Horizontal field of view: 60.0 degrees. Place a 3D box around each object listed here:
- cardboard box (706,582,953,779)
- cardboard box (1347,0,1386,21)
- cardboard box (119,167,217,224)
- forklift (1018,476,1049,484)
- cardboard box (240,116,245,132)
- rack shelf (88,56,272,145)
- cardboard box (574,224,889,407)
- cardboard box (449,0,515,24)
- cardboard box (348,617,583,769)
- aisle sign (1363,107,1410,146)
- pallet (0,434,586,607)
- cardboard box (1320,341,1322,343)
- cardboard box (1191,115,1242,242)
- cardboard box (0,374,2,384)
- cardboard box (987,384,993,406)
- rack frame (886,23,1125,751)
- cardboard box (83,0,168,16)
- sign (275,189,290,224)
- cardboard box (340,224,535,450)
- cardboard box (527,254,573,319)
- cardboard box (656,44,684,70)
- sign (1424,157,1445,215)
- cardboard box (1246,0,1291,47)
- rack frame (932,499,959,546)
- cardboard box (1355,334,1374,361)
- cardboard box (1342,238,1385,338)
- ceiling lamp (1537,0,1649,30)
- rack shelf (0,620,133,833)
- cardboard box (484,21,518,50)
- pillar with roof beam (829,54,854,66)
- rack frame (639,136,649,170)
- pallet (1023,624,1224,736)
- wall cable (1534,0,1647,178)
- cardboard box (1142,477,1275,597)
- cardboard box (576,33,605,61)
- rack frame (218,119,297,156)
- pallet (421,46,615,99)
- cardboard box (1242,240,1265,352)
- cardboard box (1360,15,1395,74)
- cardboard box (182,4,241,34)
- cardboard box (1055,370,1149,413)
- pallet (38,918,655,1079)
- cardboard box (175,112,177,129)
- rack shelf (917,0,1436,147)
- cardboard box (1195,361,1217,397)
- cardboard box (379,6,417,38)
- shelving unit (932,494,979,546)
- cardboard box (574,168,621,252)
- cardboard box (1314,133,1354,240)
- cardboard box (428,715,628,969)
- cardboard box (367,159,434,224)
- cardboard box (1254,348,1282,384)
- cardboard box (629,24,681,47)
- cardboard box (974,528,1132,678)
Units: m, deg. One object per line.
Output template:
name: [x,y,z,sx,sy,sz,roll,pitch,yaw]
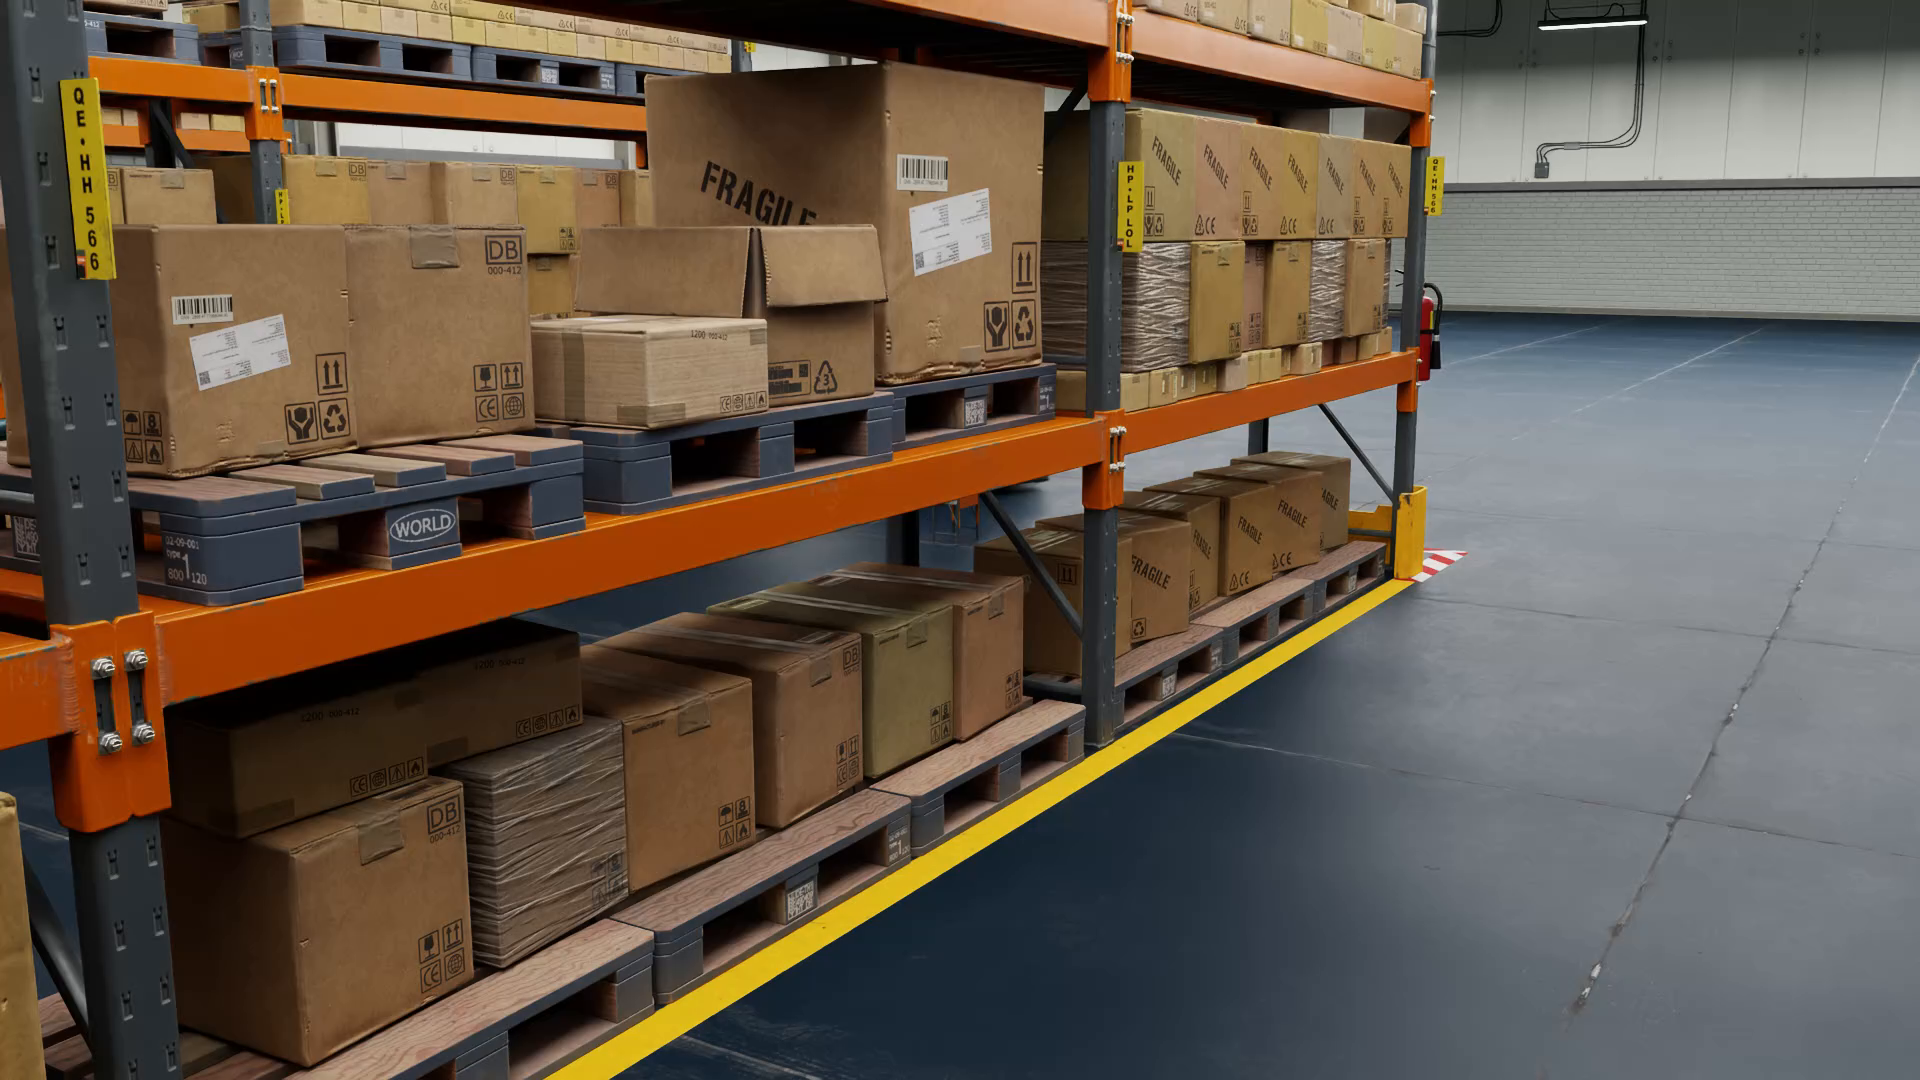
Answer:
cardboard box: [-0.449,0.470,5.804,0.700,0.500,0.500,6,12,30]
cardboard box: [1.957,-2.737,8.512,0.380,0.149,0.250,6,12,31]
cardboard box: [-4.287,-1.662,8.605,0.700,0.500,0.500,6,12,30]
forklift: [-0.539,-2.015,13.666,1.130,2.935,3.031,-7,13,-33]
cardboard box: [-6.187,-3.554,14.233,0.380,0.149,0.250,6,12,31]
rack shelf: [-5.073,-2.006,7.237,1.077,0.370,4.000,6,12,31]
cardboard box: [-0.669,-0.686,4.959,0.797,0.503,0.637,8,13,36]
cardboard box: [-3.019,-3.211,9.906,0.500,0.250,0.500,6,12,30]
cardboard box: [-1.336,0.370,4.300,0.500,0.250,0.500,8,13,37]
aisle sign: [2.517,-2.598,9.531,0.394,0.787,0.004,6,12,31]
pallet: [-1.646,-0.109,3.821,1.213,0.211,1.003,6,12,31]
cardboard box: [1.622,-0.953,8.491,0.380,0.149,0.250,6,12,31]
cardboard box: [0.861,-1.522,7.051,0.500,0.500,0.500,6,12,31]
cardboard box: [-4.602,-0.983,7.694,0.500,0.500,0.500,7,12,31]
cardboard box: [0.012,-0.649,6.864,0.380,0.149,0.250,6,12,31]
rack frame: [0.152,-0.710,6.511,1.000,3.000,0.127,6,12,31]
cardboard box: [-4.265,-2.730,8.142,0.500,0.250,0.500,7,12,31]
sign: [-3.566,-1.680,8.759,0.100,0.325,0.005,6,12,31]
cardboard box: [-1.474,-0.523,4.097,0.700,0.500,0.500,9,14,39]
cardboard box: [-3.017,-1.588,10.793,0.875,0.550,0.500,6,12,31]
cardboard box: [-2.105,-3.271,11.307,0.380,0.149,0.250,7,12,32]
sign: [2.693,-2.008,9.435,0.100,0.325,0.005,6,12,31]
cardboard box: [1.142,-2.318,7.355,0.500,0.250,0.500,6,12,28]
rack frame: [-0.091,-0.488,10.625,0.200,1.050,0.008,6,12,31]
cardboard box: [2.041,-1.068,9.103,0.380,0.149,0.250,6,12,31]
cardboard box: [1.763,-1.361,8.905,0.875,0.500,0.500,6,12,31]
ceiling lamp: [12.327,-11.505,32.005,2.000,3.185,0.800,6,12,31]
rack shelf: [-2.963,0.587,1.536,1.077,0.370,4.000,6,12,31]
cardboard box: [-2.896,-3.032,10.029,0.380,0.149,0.250,6,12,31]
pillar with roof beam: [1.407,-8.105,29.705,9.100,9.000,0.548,6,12,31]
rack frame: [-1.958,-1.829,12.487,1.000,3.000,0.127,6,12,31]
pallet: [0.470,0.551,7.350,1.003,0.211,1.213,6,12,31]
wall cable: [14.723,-11.502,38.612,2.305,6.003,0.169,6,12,31]
cardboard box: [1.268,-0.026,8.510,0.500,0.500,0.500,8,13,36]
cardboard box: [-2.501,-3.151,10.667,0.380,0.149,0.250,6,12,31]
rack frame: [-6.241,-2.286,14.928,1.000,3.000,0.127,6,12,31]
pallet: [-2.967,-2.950,10.562,1.003,0.211,1.213,6,12,31]
cardboard box: [0.902,-1.134,7.694,0.875,0.500,0.500,6,12,31]
cardboard box: [1.939,-2.561,8.653,0.500,0.250,0.500,6,12,31]
cardboard box: [-4.119,-2.894,9.295,0.380,0.149,0.250,6,12,30]
cardboard box: [0.521,-0.592,6.561,0.380,0.149,0.250,6,12,31]
pallet: [-1.518,1.167,4.063,1.003,0.211,1.213,6,12,31]
cardboard box: [-6.644,-3.440,13.622,0.380,0.149,0.250,6,12,31]
rack shelf: [1.190,-2.146,7.981,1.077,0.370,4.000,6,12,31]
cardboard box: [0.889,-0.712,7.203,0.380,0.149,0.250,6,12,31]
cardboard box: [-3.292,-2.911,9.386,0.380,0.149,0.250,6,12,31]
shelving unit: [-0.028,-0.508,10.727,0.215,1.050,0.252,6,12,31]
cardboard box: [-2.797,-2.208,11.172,0.875,0.550,0.550,6,12,31]
cardboard box: [1.638,-1.758,8.313,0.500,0.500,0.500,6,12,31]
cardboard box: [-1.317,0.736,4.386,0.700,0.500,0.500,5,12,26]
cardboard box: [-3.628,-1.957,9.827,0.875,0.550,0.550,6,12,31]
cardboard box: [1.288,-0.829,7.828,0.380,0.149,0.250,6,12,31]
cardboard box: [-2.234,-3.449,11.176,0.500,0.250,0.500,6,12,31]
cardboard box: [0.394,0.253,7.018,0.500,0.500,0.500,6,12,29]
